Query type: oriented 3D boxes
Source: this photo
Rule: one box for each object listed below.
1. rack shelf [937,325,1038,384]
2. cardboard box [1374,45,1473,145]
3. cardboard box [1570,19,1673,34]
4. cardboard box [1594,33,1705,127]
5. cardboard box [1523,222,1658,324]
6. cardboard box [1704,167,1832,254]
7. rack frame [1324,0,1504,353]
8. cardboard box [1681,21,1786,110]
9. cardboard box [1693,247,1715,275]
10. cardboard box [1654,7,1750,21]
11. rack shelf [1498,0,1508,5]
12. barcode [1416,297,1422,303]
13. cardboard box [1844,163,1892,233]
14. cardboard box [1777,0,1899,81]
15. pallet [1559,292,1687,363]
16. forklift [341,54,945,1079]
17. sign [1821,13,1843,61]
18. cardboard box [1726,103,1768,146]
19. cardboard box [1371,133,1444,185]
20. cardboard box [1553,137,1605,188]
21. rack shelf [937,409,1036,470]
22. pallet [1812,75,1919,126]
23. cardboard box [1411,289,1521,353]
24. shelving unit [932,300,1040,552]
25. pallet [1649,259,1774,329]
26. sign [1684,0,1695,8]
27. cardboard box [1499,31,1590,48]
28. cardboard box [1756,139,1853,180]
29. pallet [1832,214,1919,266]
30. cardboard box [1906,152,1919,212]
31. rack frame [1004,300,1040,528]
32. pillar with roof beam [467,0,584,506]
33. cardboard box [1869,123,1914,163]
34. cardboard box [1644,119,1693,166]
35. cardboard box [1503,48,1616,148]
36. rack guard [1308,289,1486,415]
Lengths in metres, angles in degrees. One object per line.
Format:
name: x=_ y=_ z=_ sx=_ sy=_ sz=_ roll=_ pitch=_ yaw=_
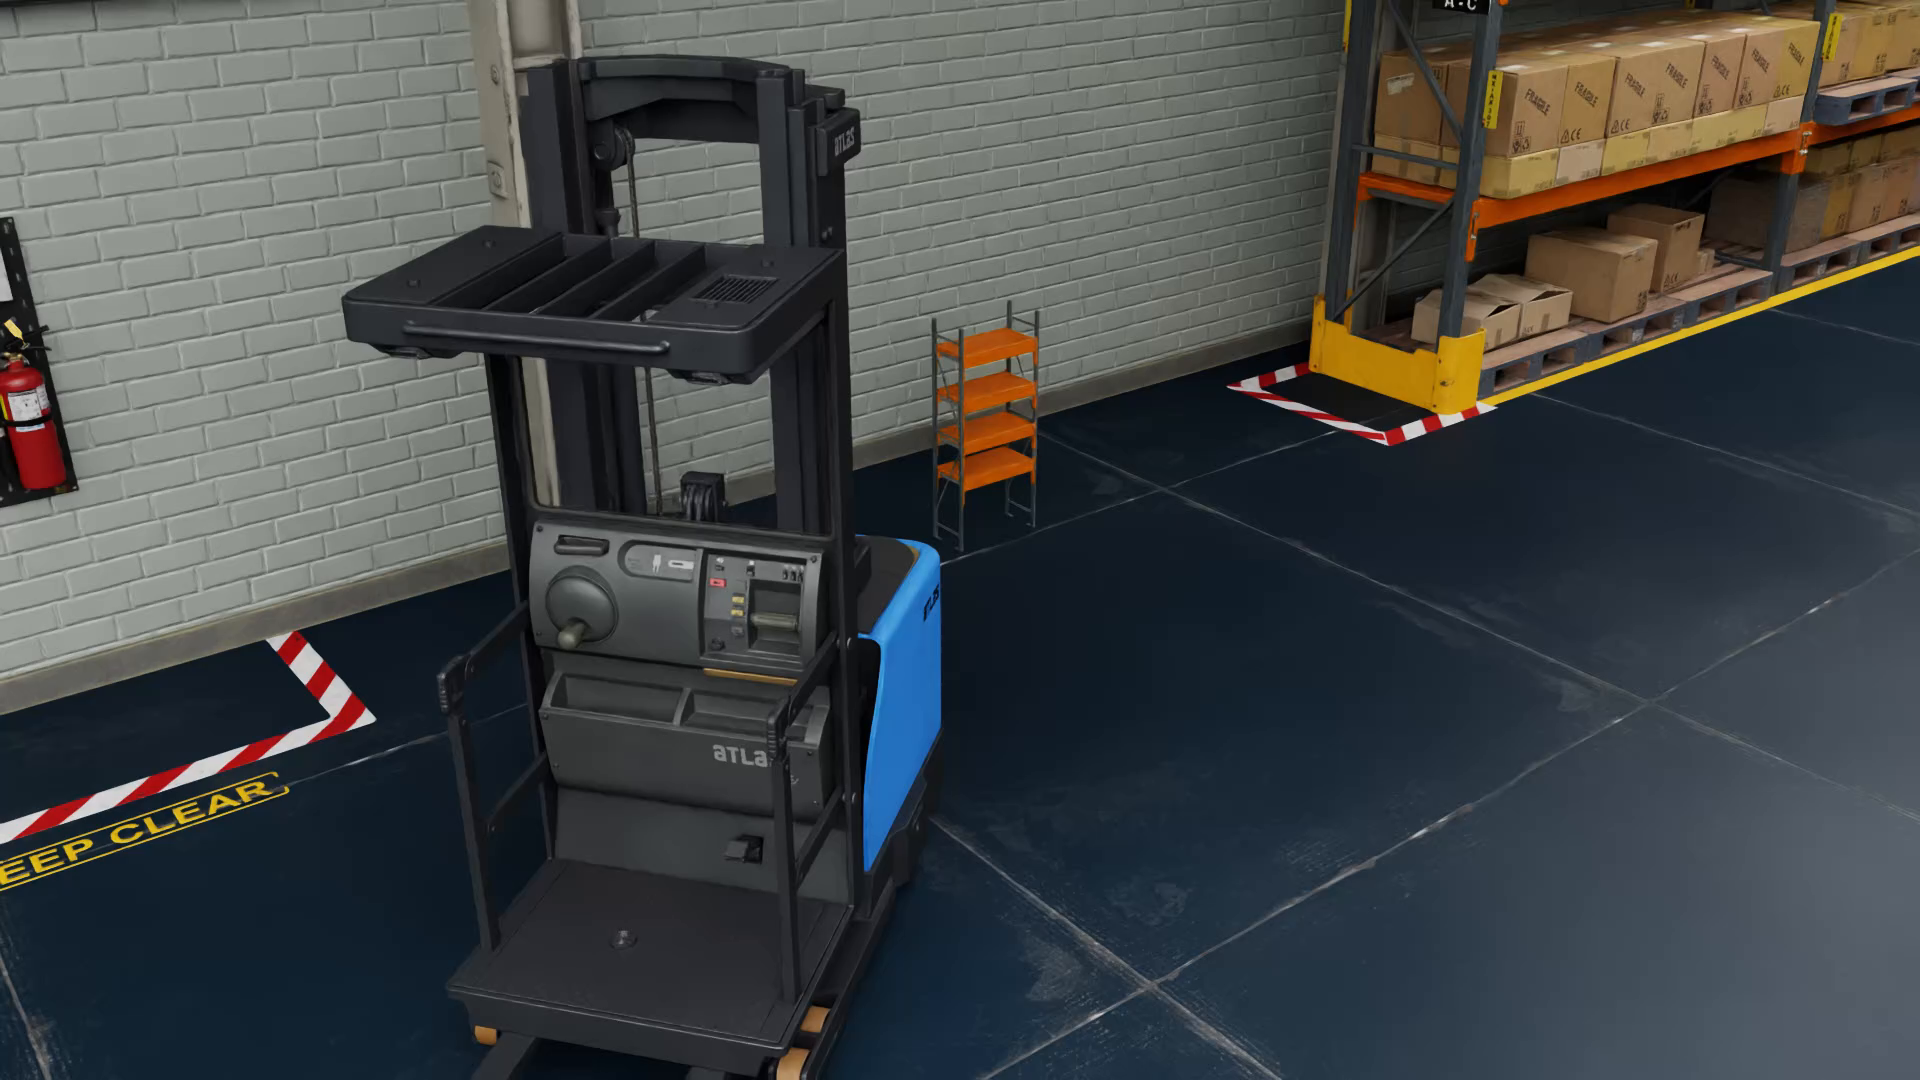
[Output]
rack shelf: x=0.130 y=-0.944 z=8.425 sx=0.480 sy=0.148 sz=0.258 roll=-18 pitch=31 yaw=-34
cardboard box: x=3.003 y=-2.827 z=10.541 sx=0.500 sy=0.500 sz=0.500 roll=-19 pitch=31 yaw=-35
cardboard box: x=4.607 y=-3.359 z=11.689 sx=0.500 sy=0.500 sz=0.500 roll=-17 pitch=30 yaw=-33
cardboard box: x=4.529 y=-3.054 z=11.030 sx=0.500 sy=0.500 sz=0.500 roll=-17 pitch=30 yaw=-32
cardboard box: x=4.420 y=-1.890 z=11.707 sx=0.500 sy=0.500 sz=0.700 roll=-21 pitch=32 yaw=-37
cardboard box: x=6.480 y=-2.654 z=13.353 sx=0.500 sy=0.500 sz=0.700 roll=-17 pitch=30 yaw=-32
rack frame: x=2.763 y=-2.353 z=10.256 sx=0.127 sy=3.000 sz=1.000 roll=-18 pitch=31 yaw=-34
cardboard box: x=5.341 y=-3.316 z=11.596 sx=0.500 sy=0.500 sz=0.500 roll=-18 pitch=31 yaw=-34
cardboard box: x=5.509 y=-2.157 z=12.678 sx=0.380 sy=0.166 sz=0.250 roll=22 pitch=33 yaw=39
cardboard box: x=5.412 y=-3.620 z=12.251 sx=0.500 sy=0.500 sz=0.500 roll=-19 pitch=31 yaw=-35
rack shelf: x=4.337 y=-3.907 z=10.896 sx=4.000 sy=0.370 sz=1.077 roll=-18 pitch=31 yaw=-34
barcode: x=3.131 y=-1.624 z=11.346 sx=0.075 sy=0.075 sz=0.001 roll=-18 pitch=31 yaw=-34
cardboard box: x=7.282 y=-2.924 z=13.934 sx=0.500 sy=0.500 sz=0.700 roll=-18 pitch=30 yaw=-33
cardboard box: x=6.777 y=-3.900 z=12.950 sx=0.500 sy=0.500 sz=0.700 roll=-15 pitch=29 yaw=-29
pallet: x=4.444 y=-1.622 z=11.994 sx=1.213 sy=0.211 sz=1.003 roll=-18 pitch=31 yaw=-34
forklift: x=-0.914 y=0.203 z=4.831 sx=1.130 sy=2.935 sz=3.031 roll=6 pitch=26 yaw=13
sign: x=6.252 y=-3.607 z=11.930 sx=0.005 sy=0.325 sz=0.100 roll=-18 pitch=31 yaw=-34
cardboard box: x=5.328 y=-2.983 z=11.768 sx=0.500 sy=0.250 sz=0.500 roll=-18 pitch=30 yaw=-34
cardboard box: x=3.012 y=-2.479 z=10.684 sx=0.500 sy=0.250 sz=0.500 roll=-18 pitch=30 yaw=-33
cardboard box: x=3.743 y=-2.455 z=10.631 sx=0.500 sy=0.250 sz=0.500 roll=-19 pitch=31 yaw=-36
rack shelf: x=0.130 y=-0.526 z=8.618 sx=0.480 sy=0.148 sz=0.258 roll=-18 pitch=31 yaw=-34
pallet: x=6.602 y=-3.455 z=12.859 sx=1.213 sy=0.211 sz=1.003 roll=-18 pitch=31 yaw=-34
cardboard box: x=3.363 y=-1.483 z=11.053 sx=0.500 sy=0.311 sz=0.500 roll=-23 pitch=33 yaw=-40
shelving unit: x=0.130 y=-0.587 z=8.590 sx=0.503 sy=1.200 sz=0.258 roll=-18 pitch=31 yaw=-34
pallet: x=5.404 y=-1.941 z=12.681 sx=1.213 sy=0.211 sz=1.003 roll=-18 pitch=31 yaw=-34
sign: x=5.566 y=-4.100 z=12.645 sx=0.005 sy=0.325 sz=0.100 roll=-18 pitch=31 yaw=-34
cardboard box: x=3.810 y=-3.090 z=11.108 sx=0.500 sy=0.500 sz=0.500 roll=-19 pitch=31 yaw=-35
cardboard box: x=6.824 y=-3.110 z=13.444 sx=0.500 sy=0.250 sz=0.500 roll=-19 pitch=31 yaw=-35
pallet: x=7.484 y=-2.648 z=14.206 sx=1.213 sy=0.211 sz=1.003 roll=-18 pitch=31 yaw=-34
cardboard box: x=8.047 y=-3.197 z=14.522 sx=0.500 sy=0.500 sz=0.700 roll=-18 pitch=31 yaw=-34
rack frame: x=0.322 y=-0.651 z=8.727 sx=0.015 sy=1.200 sz=0.240 roll=-18 pitch=31 yaw=-34
pillar with roof beam: x=0.715 y=-2.558 z=3.571 sx=0.400 sy=9.000 sz=9.100 roll=-18 pitch=31 yaw=-34
cardboard box: x=7.635 y=-3.370 z=14.004 sx=0.500 sy=0.250 sz=0.500 roll=-18 pitch=31 yaw=-34
cardboard box: x=4.547 y=-2.716 z=11.193 sx=0.500 sy=0.250 sz=0.500 roll=-18 pitch=30 yaw=-34
cardboard box: x=3.720 y=-2.783 z=10.448 sx=0.500 sy=0.500 sz=0.500 roll=-18 pitch=30 yaw=-34
rack guard: x=2.823 y=-1.239 z=10.825 sx=0.348 sy=0.500 sz=1.175 roll=-18 pitch=31 yaw=-34
